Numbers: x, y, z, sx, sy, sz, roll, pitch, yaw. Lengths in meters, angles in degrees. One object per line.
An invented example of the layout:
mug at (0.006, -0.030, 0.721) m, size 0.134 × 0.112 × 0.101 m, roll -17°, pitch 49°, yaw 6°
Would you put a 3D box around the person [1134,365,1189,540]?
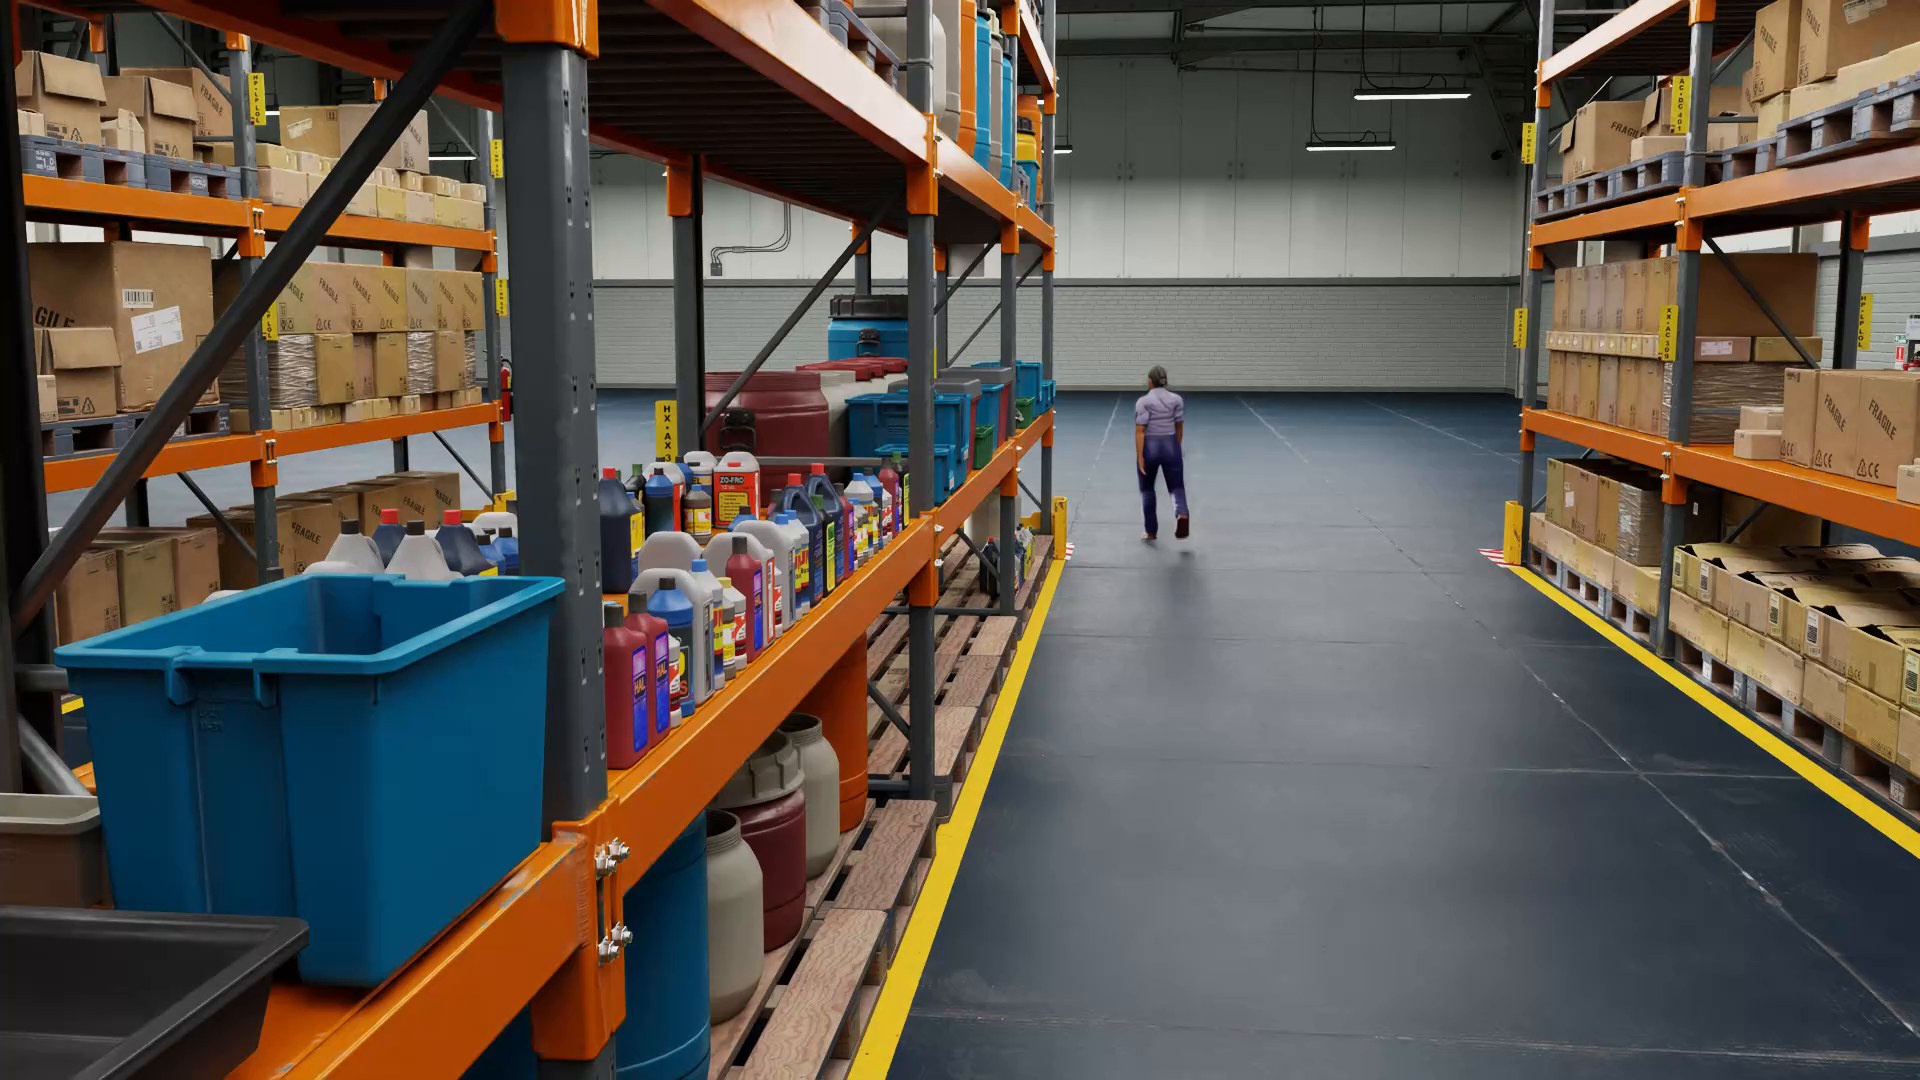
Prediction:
person at (1.812, -0.773, 15.094) m, size 0.492 × 1.616 × 0.814 m, roll -1°, pitch 8°, yaw -4°
